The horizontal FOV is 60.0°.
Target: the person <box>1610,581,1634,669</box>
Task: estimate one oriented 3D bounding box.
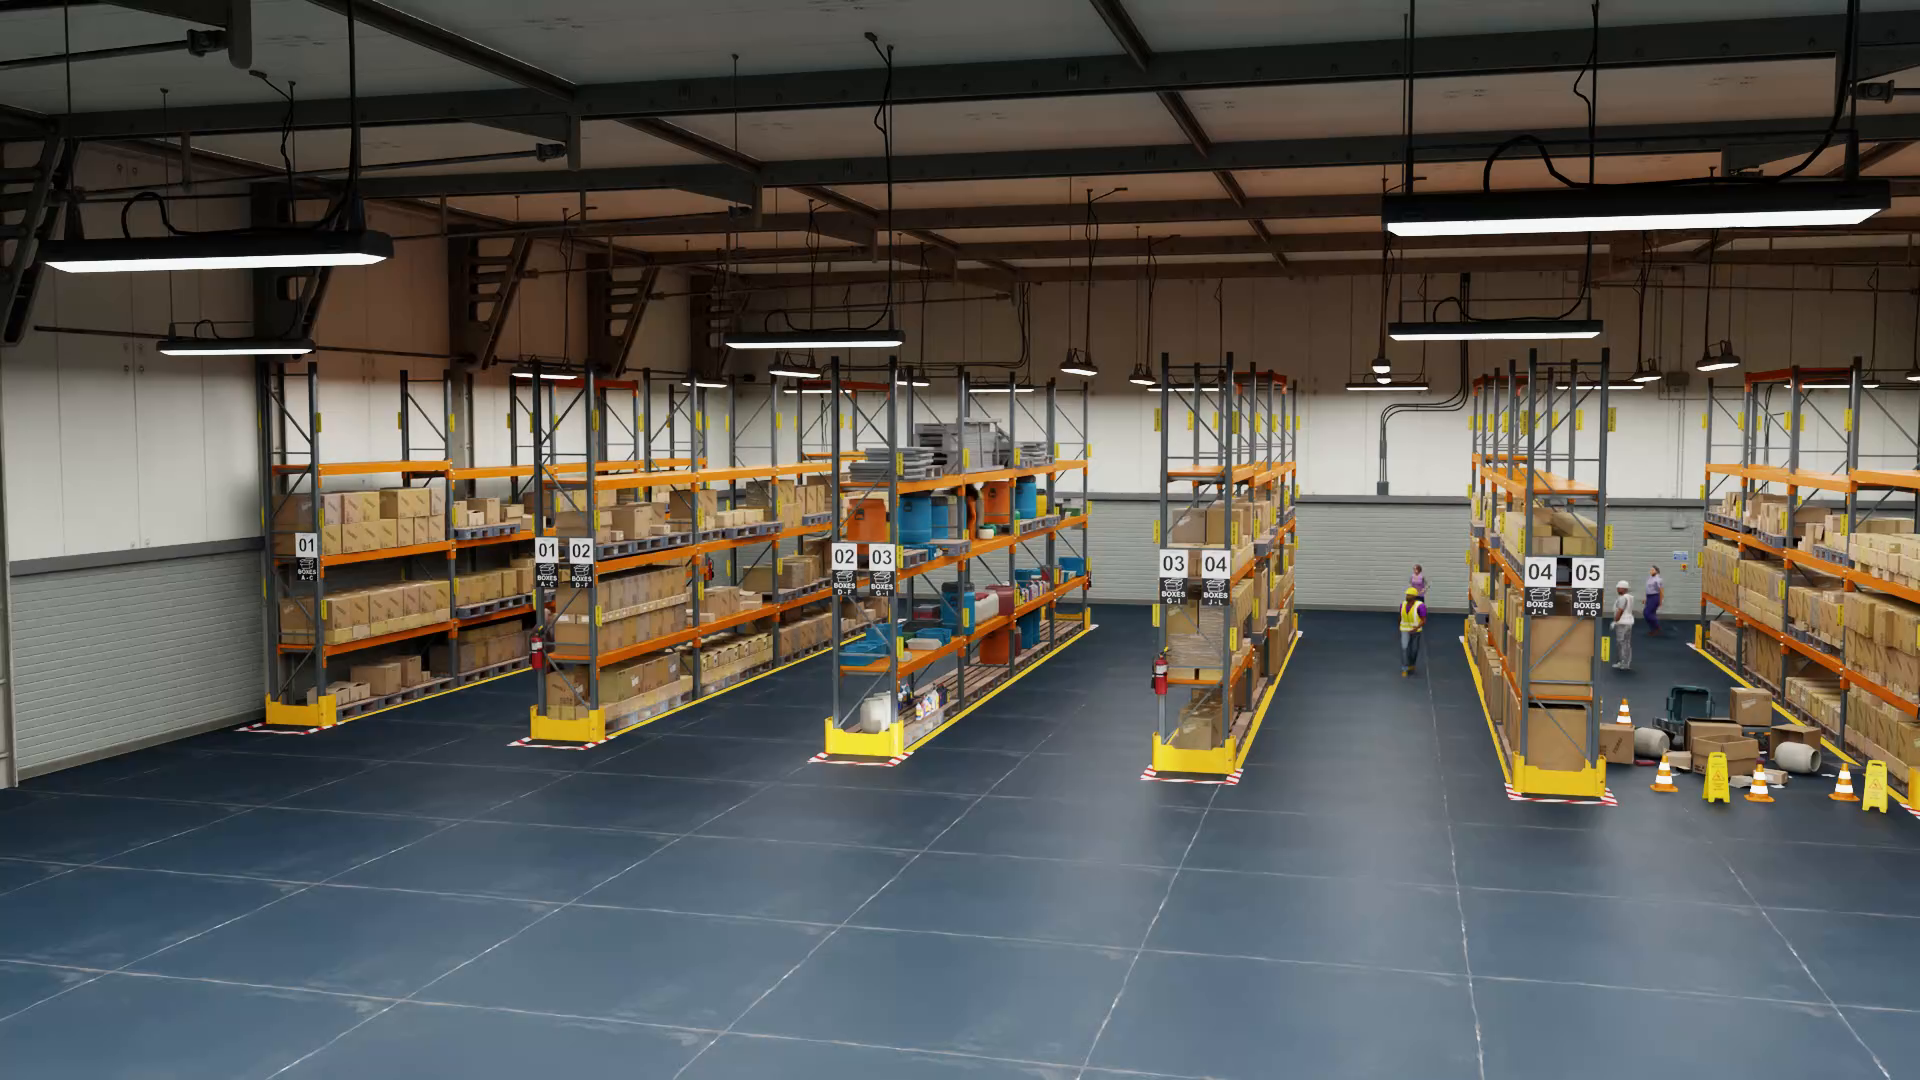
[{"bbox_3d":[13.507,1.727,33.854,0.576,1.793,0.395,-4,6,-45],"label":"person"}]

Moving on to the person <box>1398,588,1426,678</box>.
[{"bbox_3d":[9.003,1.829,33.109,0.532,1.769,0.946,1,4,15],"label":"person"}]

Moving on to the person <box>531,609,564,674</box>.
[{"bbox_3d":[-7.175,2.093,28.935,0.582,1.803,0.661,3,5,38],"label":"person"}]

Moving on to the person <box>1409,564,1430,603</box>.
[{"bbox_3d":[11.207,1.379,40.596,0.522,1.590,0.640,1,4,19],"label":"person"}]

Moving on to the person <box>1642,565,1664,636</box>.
[{"bbox_3d":[16.250,1.432,39.085,0.439,1.649,0.461,0,4,6],"label":"person"}]
